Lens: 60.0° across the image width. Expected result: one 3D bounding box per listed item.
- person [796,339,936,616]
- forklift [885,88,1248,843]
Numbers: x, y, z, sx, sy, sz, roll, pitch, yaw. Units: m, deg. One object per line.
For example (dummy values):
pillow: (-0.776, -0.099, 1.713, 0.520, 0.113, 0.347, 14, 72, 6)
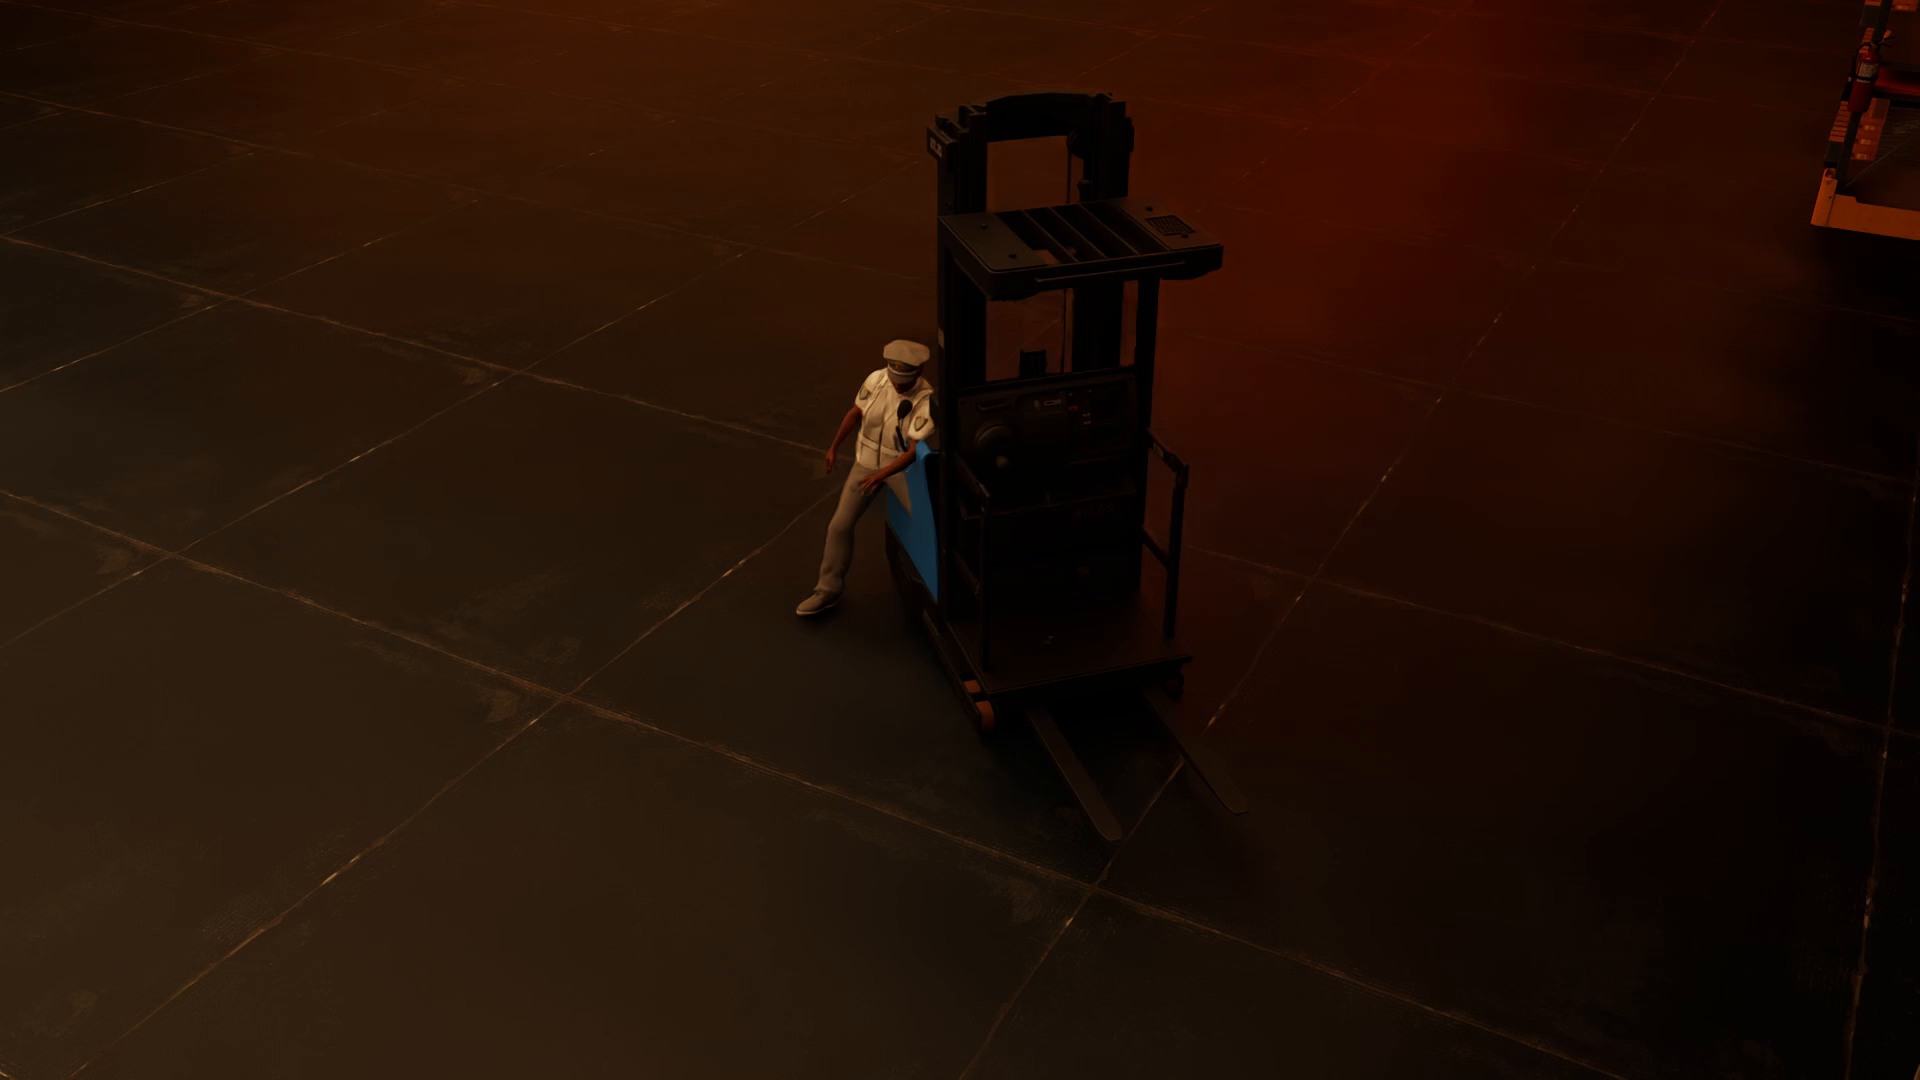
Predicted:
person: (-0.402, -0.320, 9.000, 0.824, 1.532, 0.865, 12, 32, 20)
forklift: (0.506, -0.527, 7.984, 1.130, 2.935, 3.031, -9, 31, -16)
